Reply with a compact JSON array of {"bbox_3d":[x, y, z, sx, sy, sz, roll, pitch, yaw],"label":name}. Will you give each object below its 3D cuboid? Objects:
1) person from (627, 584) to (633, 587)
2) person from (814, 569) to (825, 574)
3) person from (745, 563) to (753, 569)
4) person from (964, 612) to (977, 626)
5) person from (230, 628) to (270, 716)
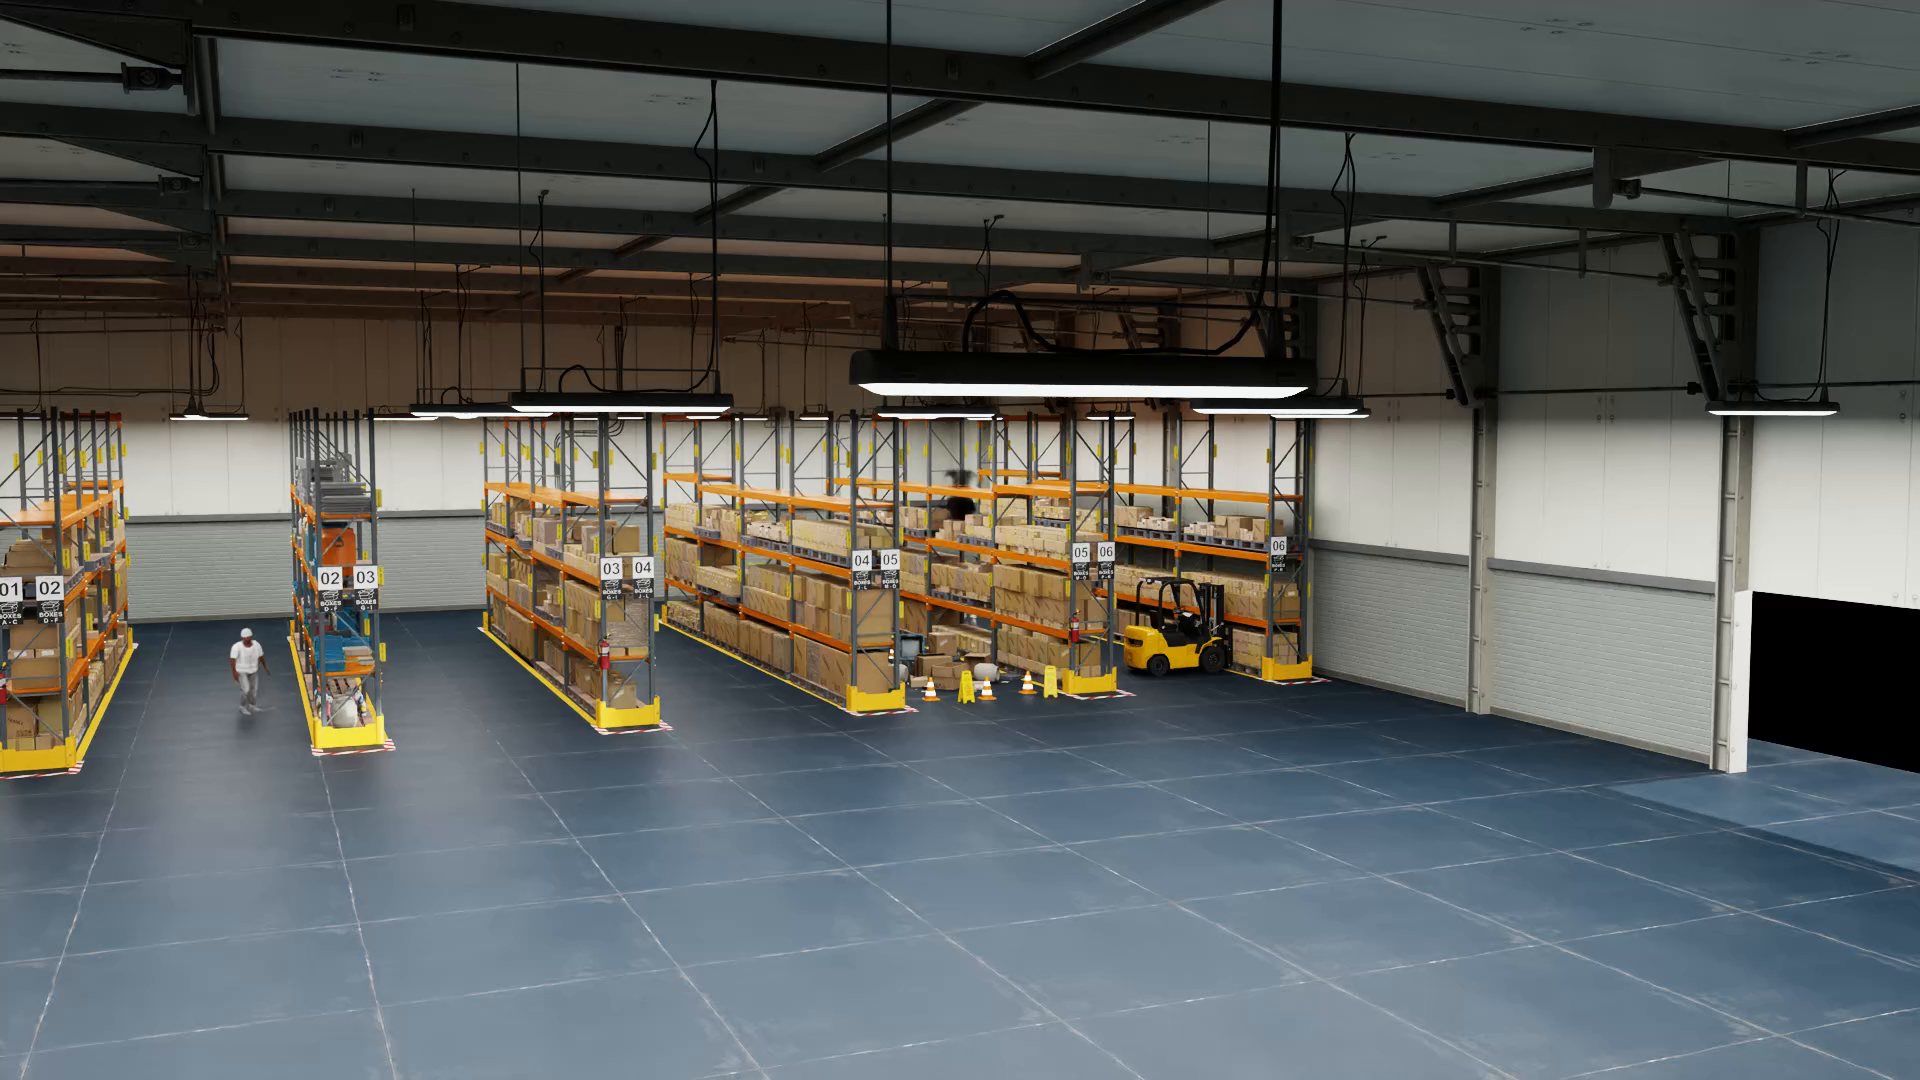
[{"bbox_3d":[-9.273,1.602,47.519,0.674,1.738,0.955,-2,4,-24],"label":"person"},{"bbox_3d":[-4.183,1.320,50.976,1.000,1.607,0.578,-2,4,-27],"label":"person"},{"bbox_3d":[-6.014,1.497,48.290,0.933,1.662,0.721,2,5,28],"label":"person"},{"bbox_3d":[0.258,1.613,46.010,0.616,1.764,0.834,-3,5,-35],"label":"person"},{"bbox_3d":[-13.972,2.578,32.642,0.635,1.731,0.631,3,5,35],"label":"person"}]
